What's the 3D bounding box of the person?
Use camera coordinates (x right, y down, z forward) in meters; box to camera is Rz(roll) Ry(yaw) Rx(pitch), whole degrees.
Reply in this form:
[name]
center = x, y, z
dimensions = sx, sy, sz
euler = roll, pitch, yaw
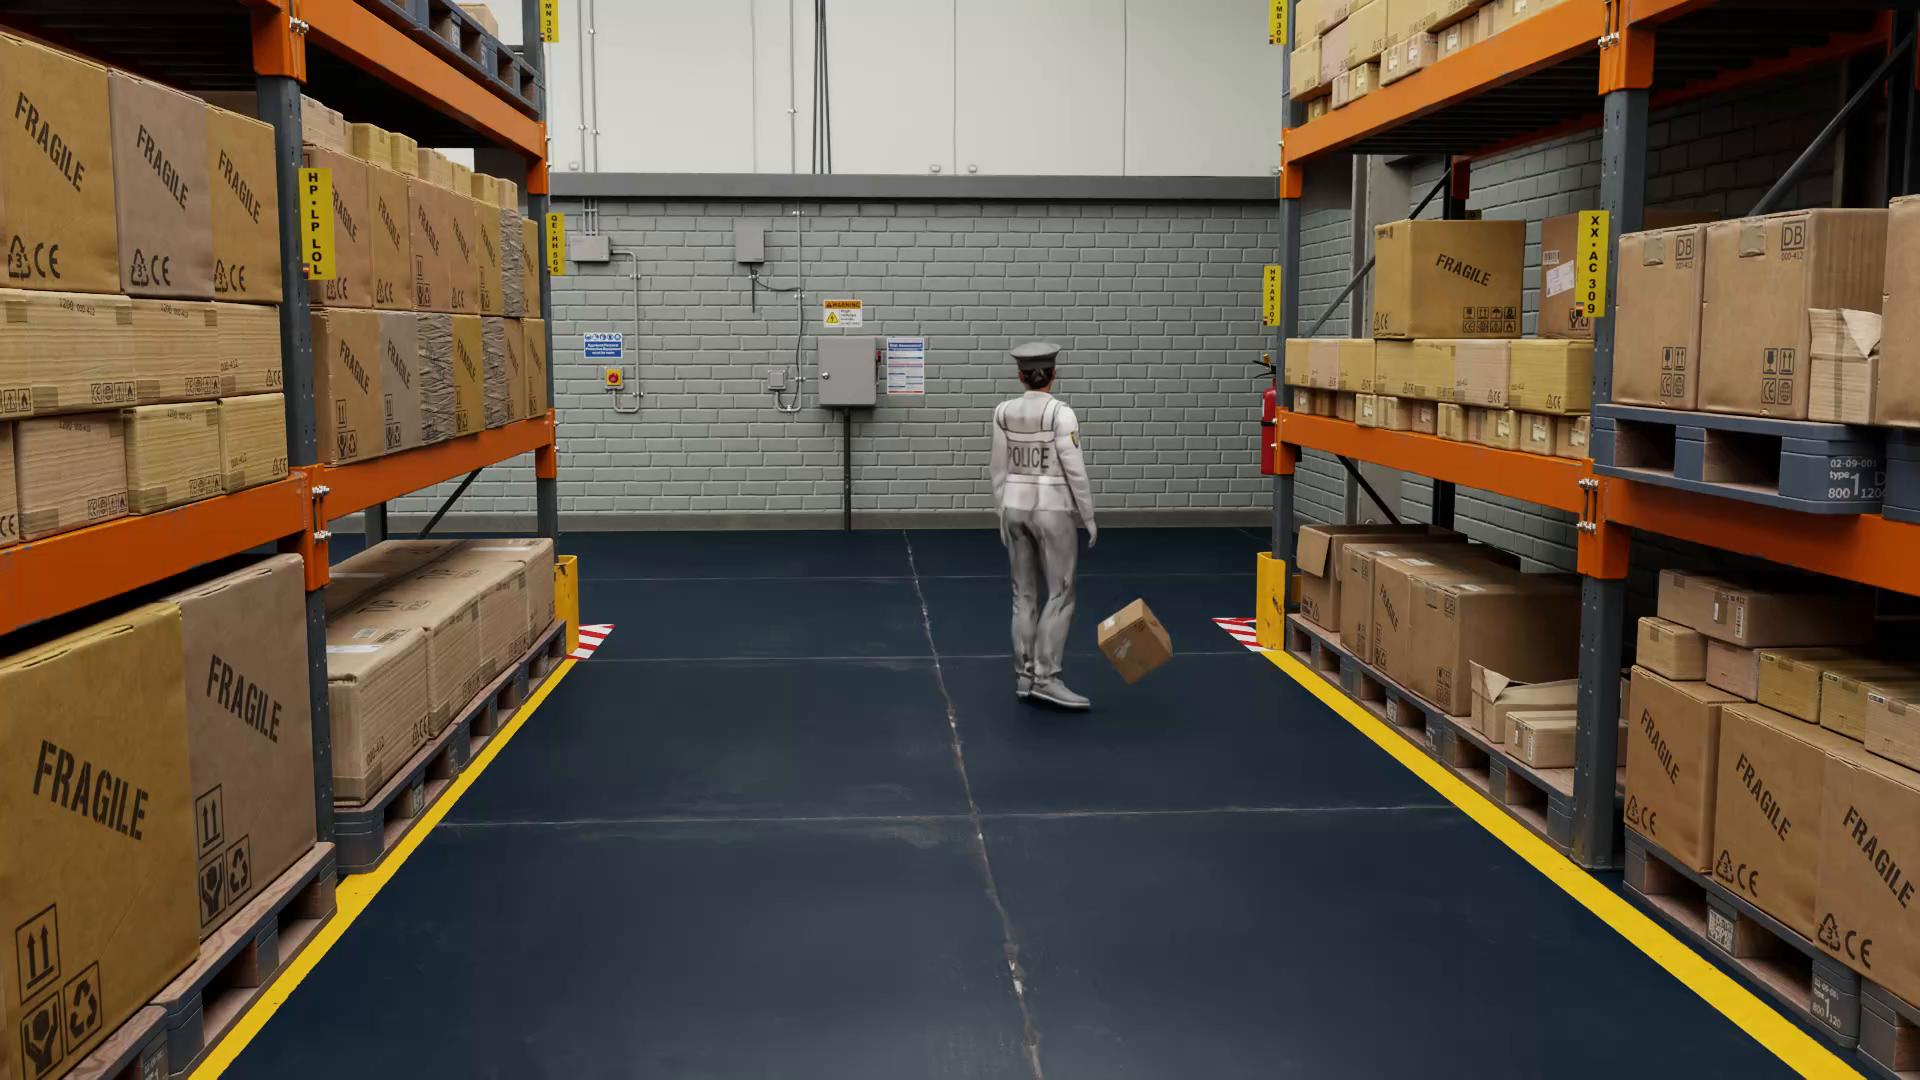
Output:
[person]
center = 0.404, -0.081, 7.778
dimensions = 0.626, 1.675, 0.405
euler = 6, 9, 40
